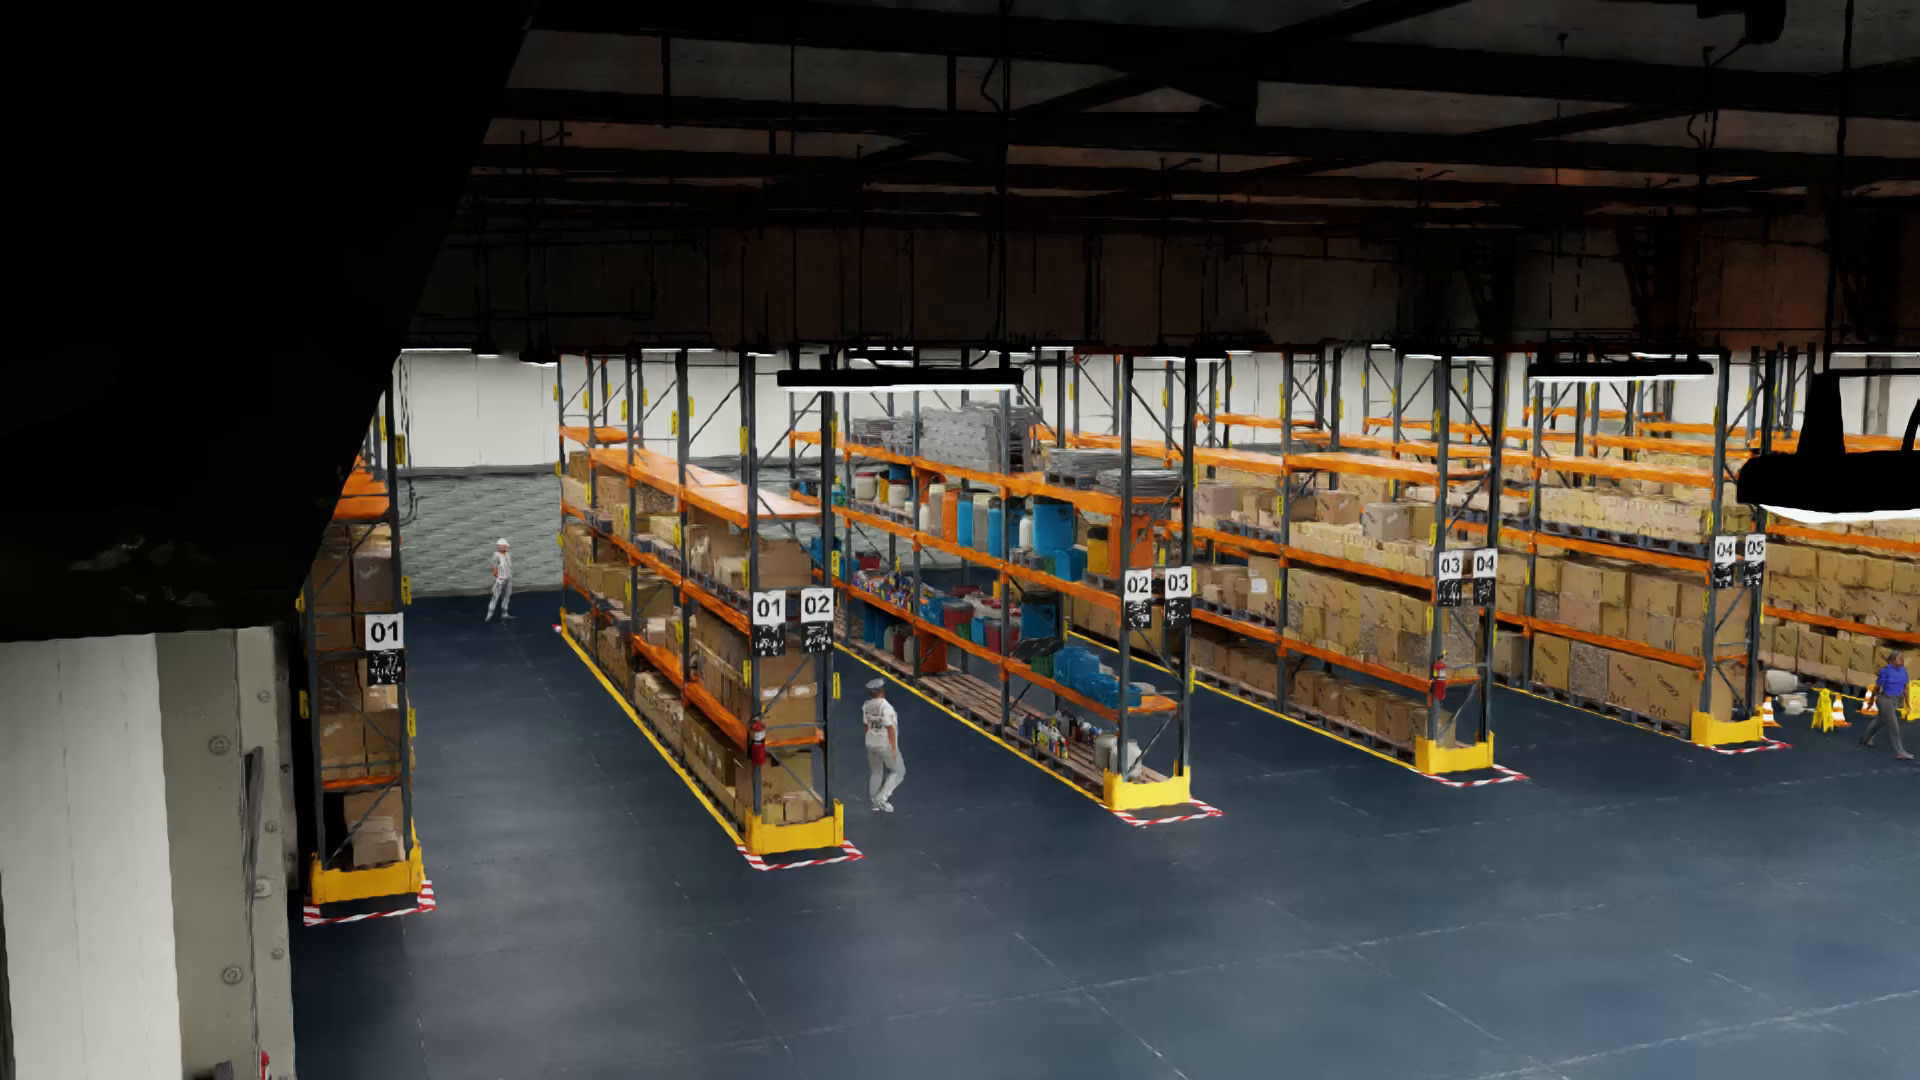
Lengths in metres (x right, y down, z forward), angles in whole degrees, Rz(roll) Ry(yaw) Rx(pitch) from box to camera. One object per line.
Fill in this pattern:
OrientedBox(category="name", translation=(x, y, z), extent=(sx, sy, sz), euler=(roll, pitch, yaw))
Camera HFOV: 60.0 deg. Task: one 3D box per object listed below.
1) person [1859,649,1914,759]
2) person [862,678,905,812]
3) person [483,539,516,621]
OrientedBox(category="person", translation=(13.853, 2.390, 24.725), extent=(0.461, 1.577, 0.986), euler=(-3, 8, -22))
OrientedBox(category="person", translation=(-1.040, 2.700, 21.795), extent=(0.578, 1.755, 0.467), euler=(6, 10, 41))
OrientedBox(category="person", translation=(-10.029, 0.869, 36.101), extent=(0.487, 1.788, 0.712), euler=(3, 8, 23))
